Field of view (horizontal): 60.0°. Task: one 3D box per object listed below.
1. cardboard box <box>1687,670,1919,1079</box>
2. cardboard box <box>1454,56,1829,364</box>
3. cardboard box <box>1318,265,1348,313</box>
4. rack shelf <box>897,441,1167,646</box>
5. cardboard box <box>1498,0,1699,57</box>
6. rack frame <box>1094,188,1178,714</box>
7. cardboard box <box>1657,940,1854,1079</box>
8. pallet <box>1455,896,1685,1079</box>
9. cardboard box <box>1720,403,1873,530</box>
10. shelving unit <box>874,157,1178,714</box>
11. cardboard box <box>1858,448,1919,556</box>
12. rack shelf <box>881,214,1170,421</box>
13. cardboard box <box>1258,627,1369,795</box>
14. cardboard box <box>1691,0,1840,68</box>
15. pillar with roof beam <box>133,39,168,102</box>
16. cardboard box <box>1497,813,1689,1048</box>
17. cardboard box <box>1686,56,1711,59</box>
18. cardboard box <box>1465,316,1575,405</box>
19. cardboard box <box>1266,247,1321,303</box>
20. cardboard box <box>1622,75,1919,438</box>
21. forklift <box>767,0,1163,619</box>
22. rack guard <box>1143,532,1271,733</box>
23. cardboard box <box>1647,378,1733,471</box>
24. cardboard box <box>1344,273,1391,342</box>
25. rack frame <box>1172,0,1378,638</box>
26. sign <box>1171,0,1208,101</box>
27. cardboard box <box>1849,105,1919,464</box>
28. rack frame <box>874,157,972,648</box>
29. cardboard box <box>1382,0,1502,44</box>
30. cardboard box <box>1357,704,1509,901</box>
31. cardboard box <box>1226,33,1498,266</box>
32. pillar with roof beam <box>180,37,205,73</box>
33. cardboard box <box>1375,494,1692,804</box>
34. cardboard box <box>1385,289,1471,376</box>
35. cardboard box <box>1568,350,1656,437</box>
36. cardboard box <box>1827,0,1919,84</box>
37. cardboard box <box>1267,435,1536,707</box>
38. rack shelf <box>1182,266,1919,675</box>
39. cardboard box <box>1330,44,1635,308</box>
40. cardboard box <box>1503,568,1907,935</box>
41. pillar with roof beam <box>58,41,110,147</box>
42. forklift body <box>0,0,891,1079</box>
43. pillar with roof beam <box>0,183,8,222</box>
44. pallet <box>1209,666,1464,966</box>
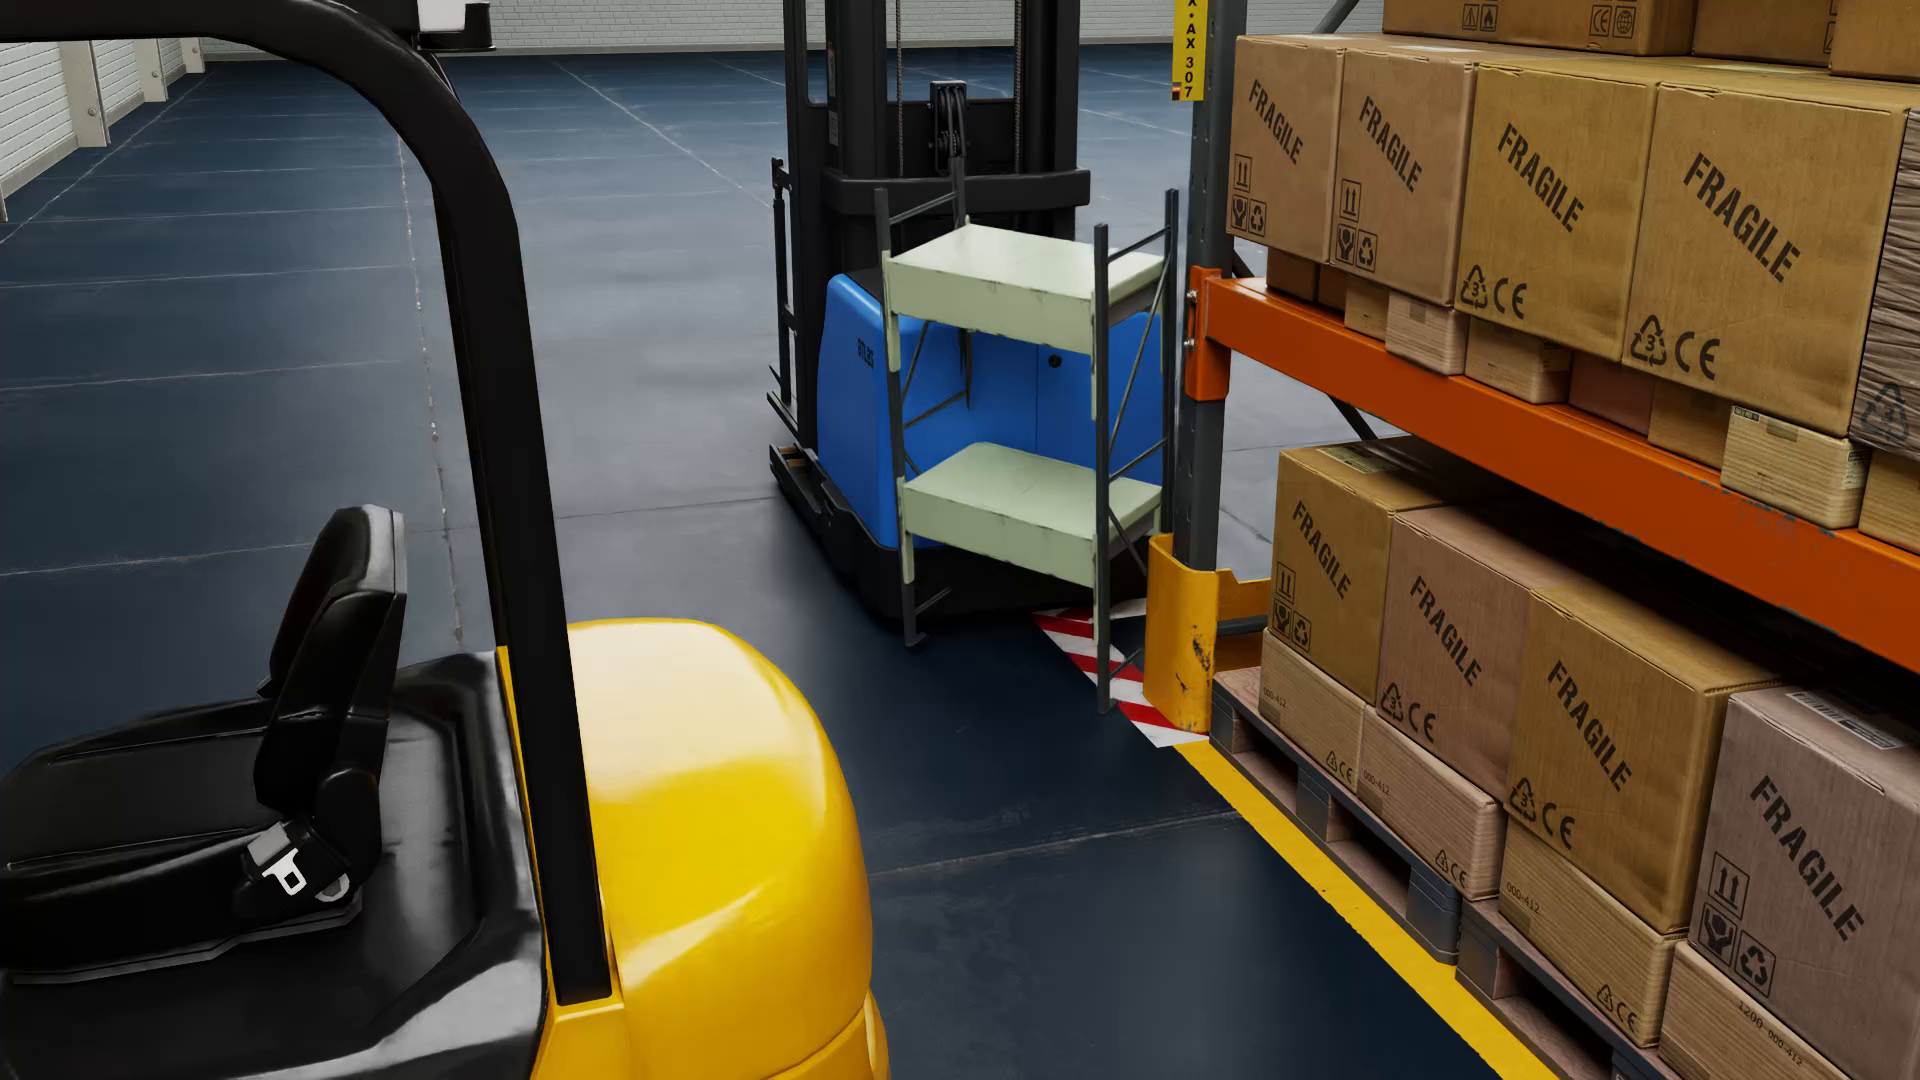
[{"bbox_3d":[1.622,0.555,2.770,0.500,0.500,0.500,-5,20,-14],"label":"cardboard box"},{"bbox_3d":[1.341,-0.660,3.229,0.500,0.500,0.500,-7,21,-18],"label":"cardboard box"},{"bbox_3d":[1.132,-0.655,4.174,0.380,0.149,0.250,-6,21,-16],"label":"cardboard box"},{"bbox_3d":[0.226,-0.021,5.119,0.720,0.370,0.431,17,33,33],"label":"rack shelf"},{"bbox_3d":[1.648,-1.337,3.636,0.700,0.500,0.500,-6,21,-17],"label":"cardboard box"},{"bbox_3d":[0.506,-0.222,4.770,0.023,1.500,0.400,17,33,33],"label":"rack frame"},{"bbox_3d":[1.612,0.902,2.915,0.500,0.250,0.500,-6,21,-16],"label":"cardboard box"},{"bbox_3d":[1.754,1.008,3.297,1.003,0.211,1.213,-6,21,-17],"label":"pallet"},{"bbox_3d":[1.505,-0.142,2.747,0.380,0.149,0.250,-6,21,-17],"label":"cardboard box"},{"bbox_3d":[0.211,-0.310,4.969,0.755,1.500,0.431,17,33,33],"label":"shelving unit"},{"bbox_3d":[1.621,-0.064,2.528,0.380,0.149,0.250,-7,21,-18],"label":"cardboard box"},{"bbox_3d":[0.194,-0.657,4.789,0.720,0.370,0.431,17,33,33],"label":"rack shelf"},{"bbox_3d":[1.119,0.401,4.309,0.500,0.250,0.500,-7,21,-18],"label":"cardboard box"},{"bbox_3d":[1.906,-1.185,3.210,0.700,0.500,0.500,-7,21,-18],"label":"cardboard box"},{"bbox_3d":[-7.676,-11.119,24.059,9.100,9.000,0.400,-6,21,-17],"label":"pillar with roof beam"},{"bbox_3d":[1.456,0.739,3.367,0.500,0.250,0.500,-5,20,-14],"label":"cardboard box"},{"bbox_3d":[1.713,-0.865,3.799,0.500,0.500,0.500,-6,21,-17],"label":"cardboard box"},{"bbox_3d":[1.287,-0.395,3.452,0.380,0.149,0.250,-6,21,-16],"label":"cardboard box"},{"bbox_3d":[1.039,-0.735,4.396,0.380,0.149,0.250,-6,21,-17],"label":"cardboard box"},{"bbox_3d":[1.509,-0.498,2.777,0.500,0.500,0.500,-7,21,-18],"label":"cardboard box"},{"bbox_3d":[-0.178,-1.583,6.489,1.130,2.935,3.031,-6,21,-15],"label":"forklift"},{"bbox_3d":[1.152,0.217,5.073,1.175,0.500,0.348,-6,21,-17],"label":"rack guard"},{"bbox_3d":[1.482,-0.229,2.989,0.380,0.149,0.250,-7,21,-19],"label":"cardboard box"},{"bbox_3d":[1.138,-0.561,3.913,0.380,0.149,0.250,-7,21,-19],"label":"cardboard box"},{"bbox_3d":[1.128,-0.984,4.718,1.000,3.000,0.127,-6,21,-17],"label":"rack frame"},{"bbox_3d":[0.613,-1.333,4.411,0.100,0.325,0.005,-6,21,-17],"label":"sign"},{"bbox_3d":[1.674,-0.334,2.321,0.500,0.500,0.500,-6,21,-16],"label":"cardboard box"},{"bbox_3d":[-0.083,-0.399,5.167,0.023,1.500,0.400,17,33,33],"label":"rack frame"},{"bbox_3d":[1.496,-1.501,4.090,0.700,0.500,0.500,-7,21,-19],"label":"cardboard box"},{"bbox_3d":[1.273,0.566,3.851,0.500,0.250,0.500,-6,21,-15],"label":"cardboard box"},{"bbox_3d":[1.014,-0.989,4.146,0.500,0.500,0.500,-7,21,-18],"label":"cardboard box"},{"bbox_3d":[-9.562,-13.044,29.420,9.100,9.000,0.400,-6,21,-17],"label":"pillar with roof beam"},{"bbox_3d":[1.296,0.223,3.696,0.500,0.500,0.500,-7,21,-19],"label":"cardboard box"},{"bbox_3d":[1.174,-0.475,3.673,0.380,0.149,0.250,-6,21,-16],"label":"cardboard box"},{"bbox_3d":[1.427,-0.317,3.233,0.380,0.149,0.250,-6,21,-15],"label":"cardboard box"},{"bbox_3d":[1.931,-1.010,2.724,0.700,0.500,0.500,-7,21,-18],"label":"cardboard box"},{"bbox_3d":[1.127,0.056,4.161,0.500,0.500,0.500,-7,21,-19],"label":"cardboard box"},{"bbox_3d":[1.757,-0.003,3.053,1.077,0.370,4.000,-6,21,-17],"label":"rack shelf"},{"bbox_3d":[1.180,-0.823,3.684,0.500,0.500,0.500,-6,21,-16],"label":"cardboard box"},{"bbox_3d":[1.446,0.385,3.245,0.500,0.500,0.500,-6,21,-16],"label":"cardboard box"},{"bbox_3d":[-5.790,-9.193,18.699,9.100,9.000,0.400,-6,21,-17],"label":"pillar with roof beam"},{"bbox_3d":[-1.255,0.359,2.235,2.313,2.155,1.214,-6,21,-17],"label":"forklift body"},{"bbox_3d":[-3.904,-7.268,13.338,9.100,9.000,0.400,-6,21,-17],"label":"pillar with roof beam"},{"bbox_3d":[1.374,0.617,4.385,1.003,0.211,1.213,-6,21,-17],"label":"pallet"}]
